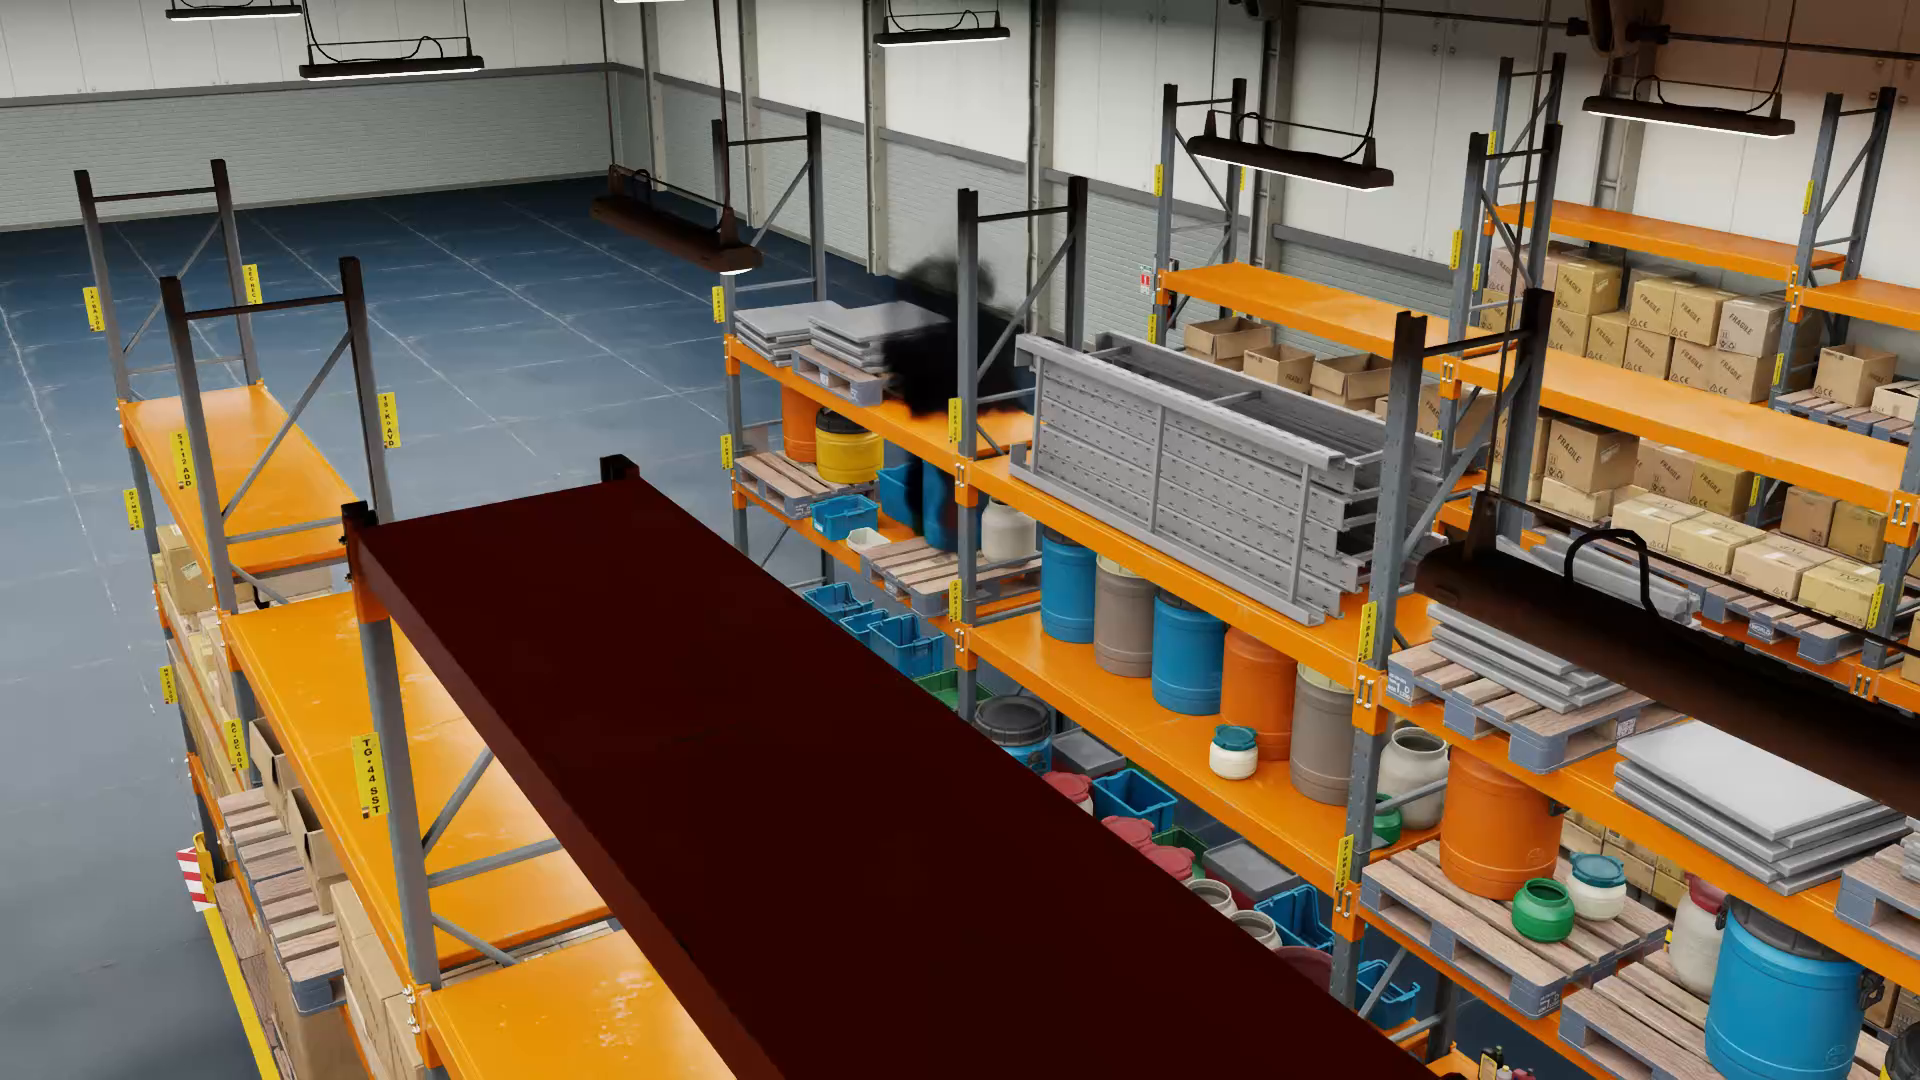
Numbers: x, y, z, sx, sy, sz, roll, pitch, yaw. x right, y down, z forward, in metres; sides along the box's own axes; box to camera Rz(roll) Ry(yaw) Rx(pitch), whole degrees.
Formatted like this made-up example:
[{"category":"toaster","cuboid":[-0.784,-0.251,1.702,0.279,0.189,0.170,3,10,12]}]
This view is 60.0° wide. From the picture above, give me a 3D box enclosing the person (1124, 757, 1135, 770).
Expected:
[{"category":"person","cuboid":[1.516,1.689,14.702,0.661,1.769,0.993,-17,28,-37]}]
